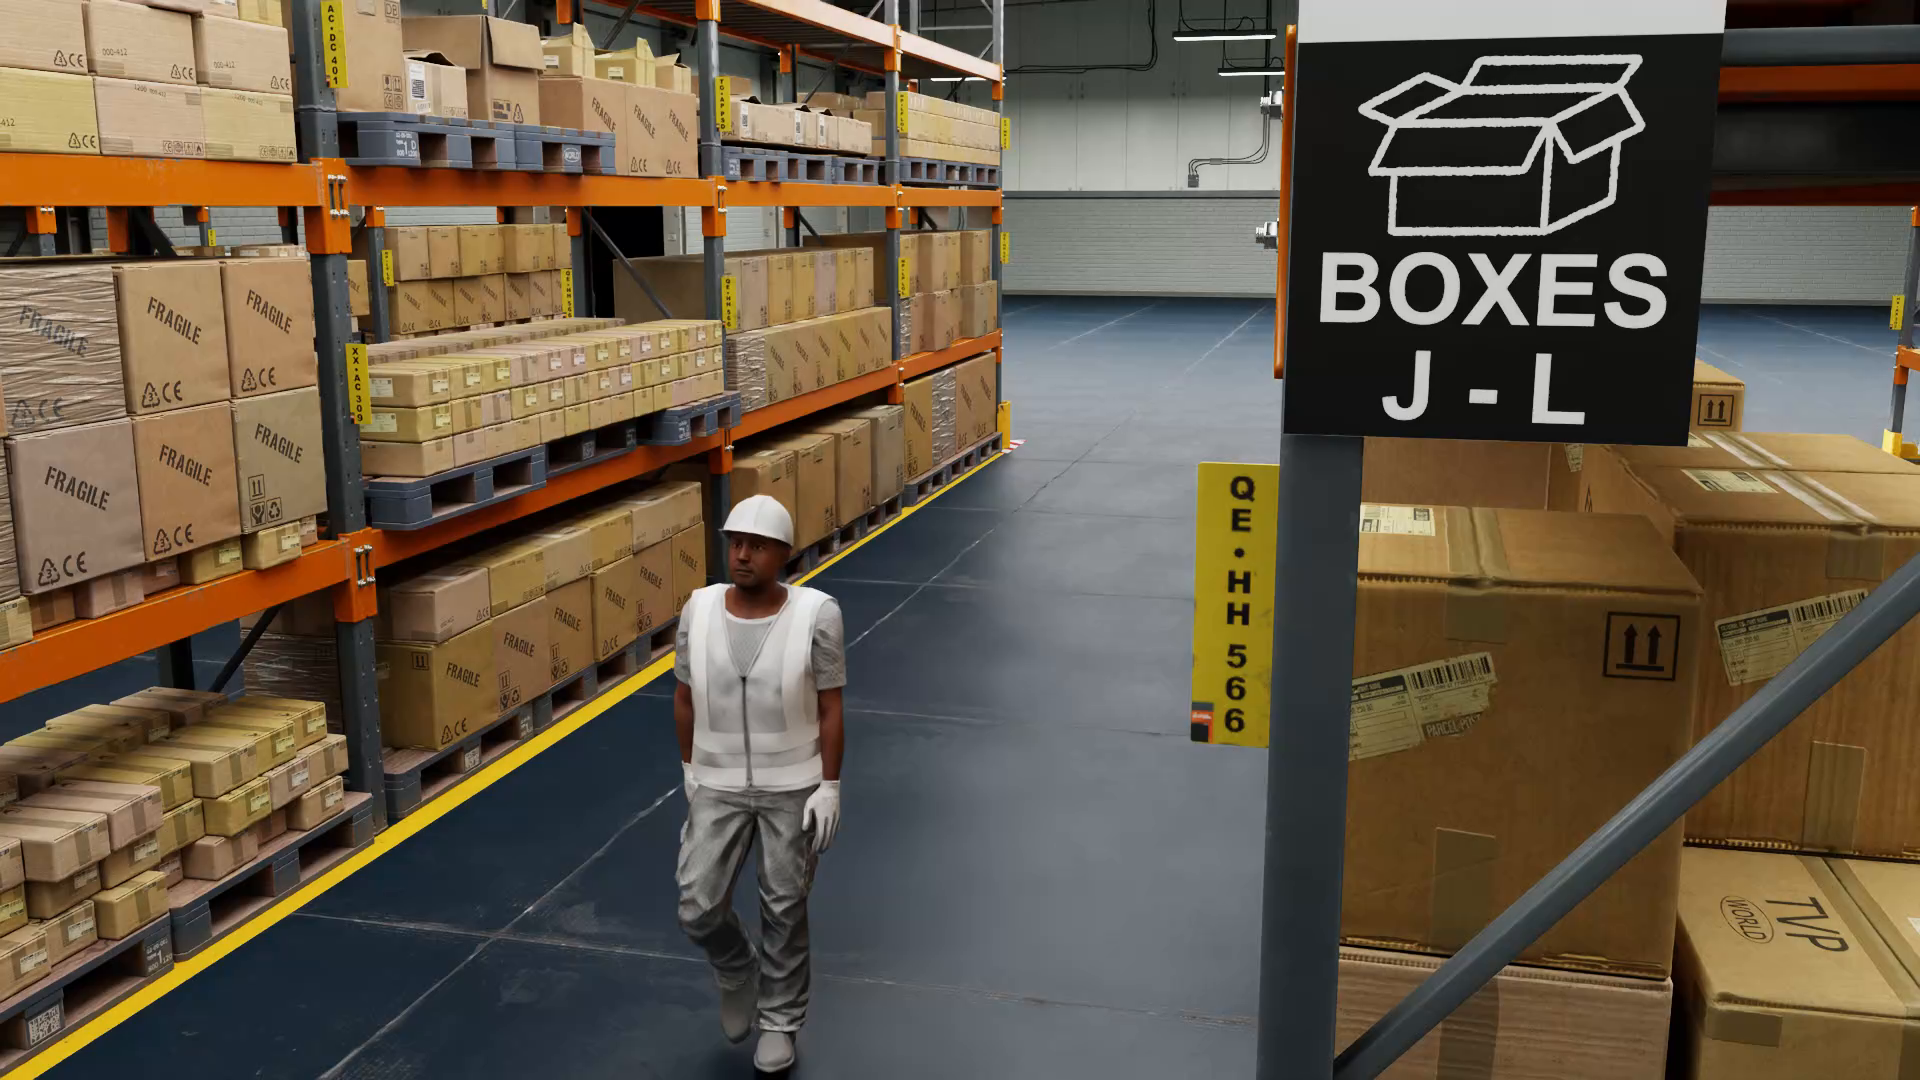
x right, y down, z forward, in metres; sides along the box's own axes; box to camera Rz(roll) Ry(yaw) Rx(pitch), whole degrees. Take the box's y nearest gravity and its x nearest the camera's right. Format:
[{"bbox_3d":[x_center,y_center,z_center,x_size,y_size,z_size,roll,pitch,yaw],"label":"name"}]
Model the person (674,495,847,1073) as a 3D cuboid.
[{"bbox_3d":[-0.617,0.747,5.060,0.548,1.776,0.476,1,11,4],"label":"person"}]
